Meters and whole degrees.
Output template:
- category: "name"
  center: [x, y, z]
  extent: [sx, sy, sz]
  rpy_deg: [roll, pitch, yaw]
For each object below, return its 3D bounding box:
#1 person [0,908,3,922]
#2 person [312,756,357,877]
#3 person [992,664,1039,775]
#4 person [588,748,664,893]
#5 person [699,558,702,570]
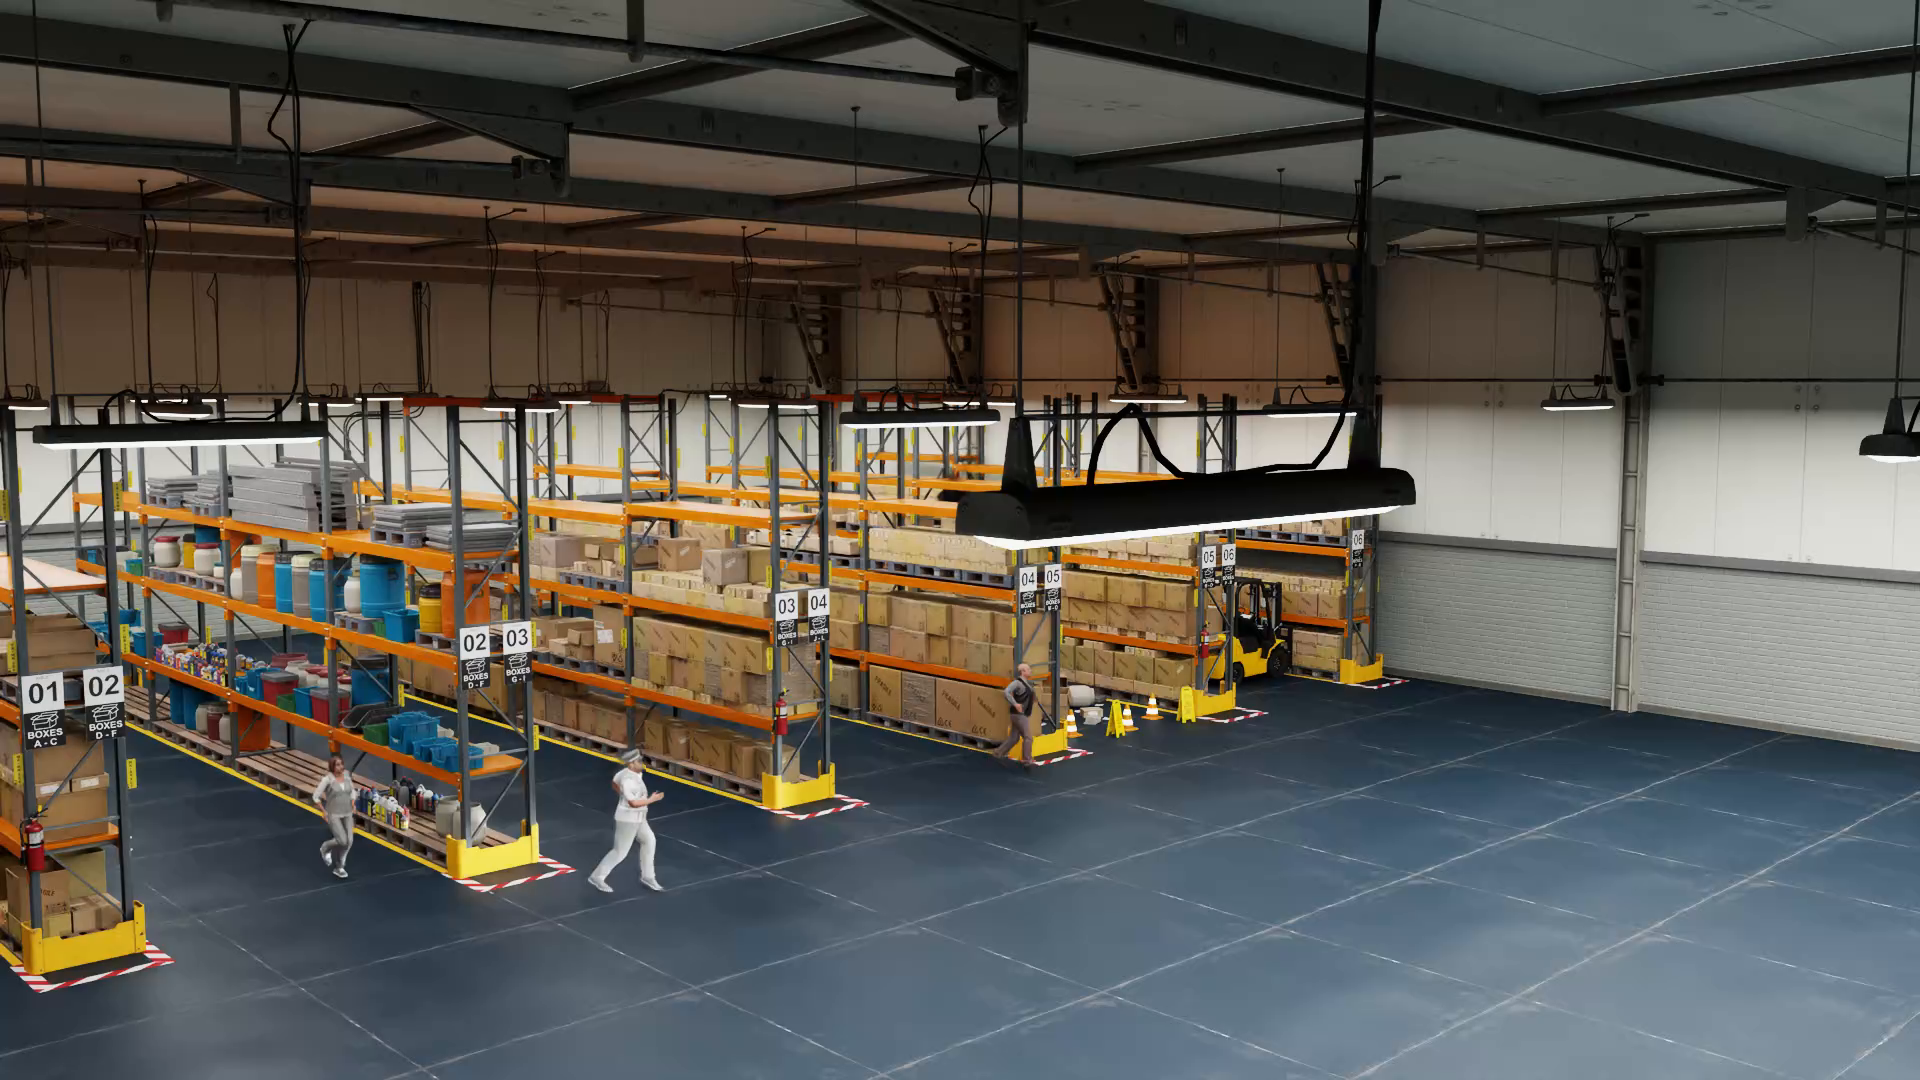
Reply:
- category: "person"
  center: [-10.070, 3.899, 17.028]
  extent: [0.750, 1.592, 0.662]
  rpy_deg: [2, 6, 17]
- category: "person"
  center: [-7.910, 3.518, 21.172]
  extent: [0.544, 1.555, 0.536]
  rpy_deg: [5, 7, 40]
- category: "person"
  center: [0.939, 2.880, 27.003]
  extent: [0.808, 1.759, 0.645]
  rpy_deg: [1, 6, 12]
- category: "person"
  center: [-4.112, 3.476, 20.501]
  extent: [0.929, 1.844, 0.672]
  rpy_deg: [-1, 6, -6]
- category: "person"
  center: [-6.920, 1.234, 44.289]
  extent: [0.707, 1.715, 0.687]
  rpy_deg: [-2, 6, -20]
